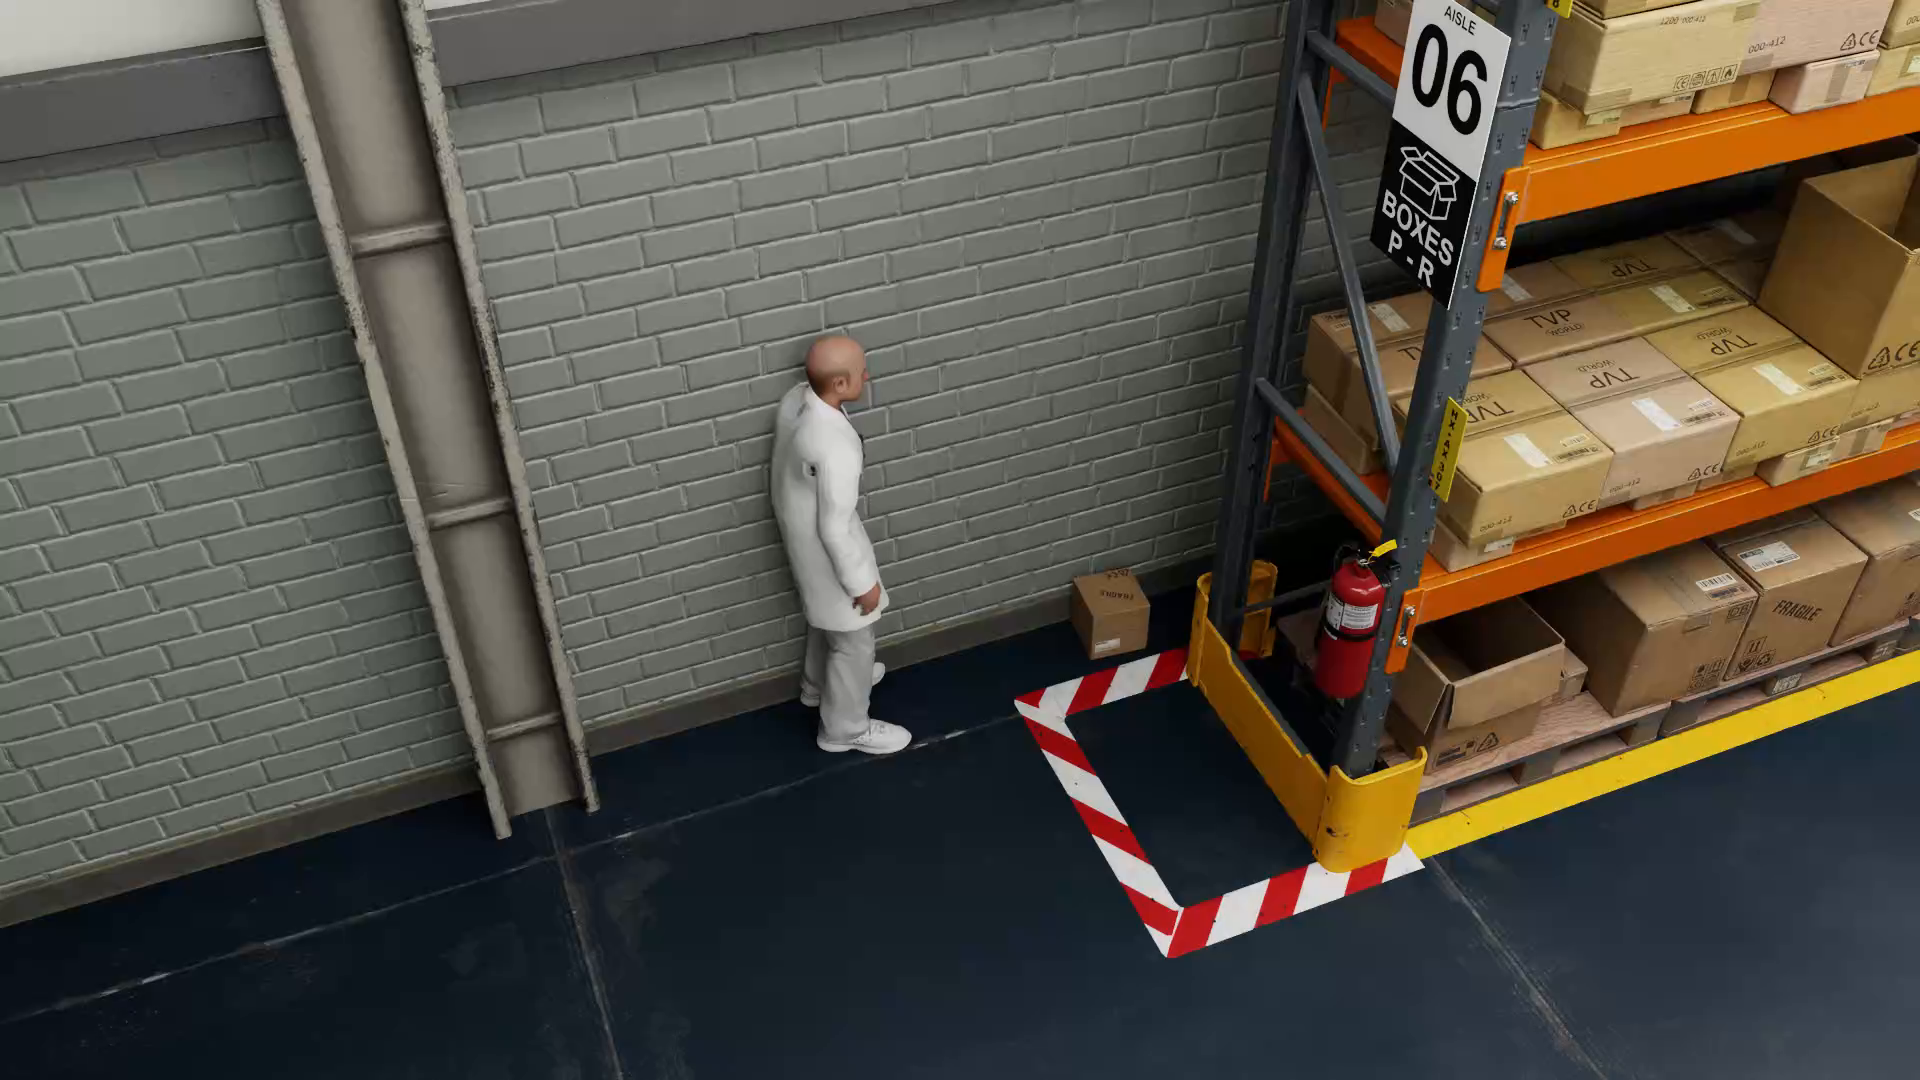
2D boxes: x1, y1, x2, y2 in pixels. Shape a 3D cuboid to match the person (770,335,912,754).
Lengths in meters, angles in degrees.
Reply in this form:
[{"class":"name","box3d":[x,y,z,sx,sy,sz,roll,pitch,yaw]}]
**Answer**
[{"class":"person","box3d":[-0.466,0.013,6.155,0.416,1.774,0.656,-12,43,-13]}]
